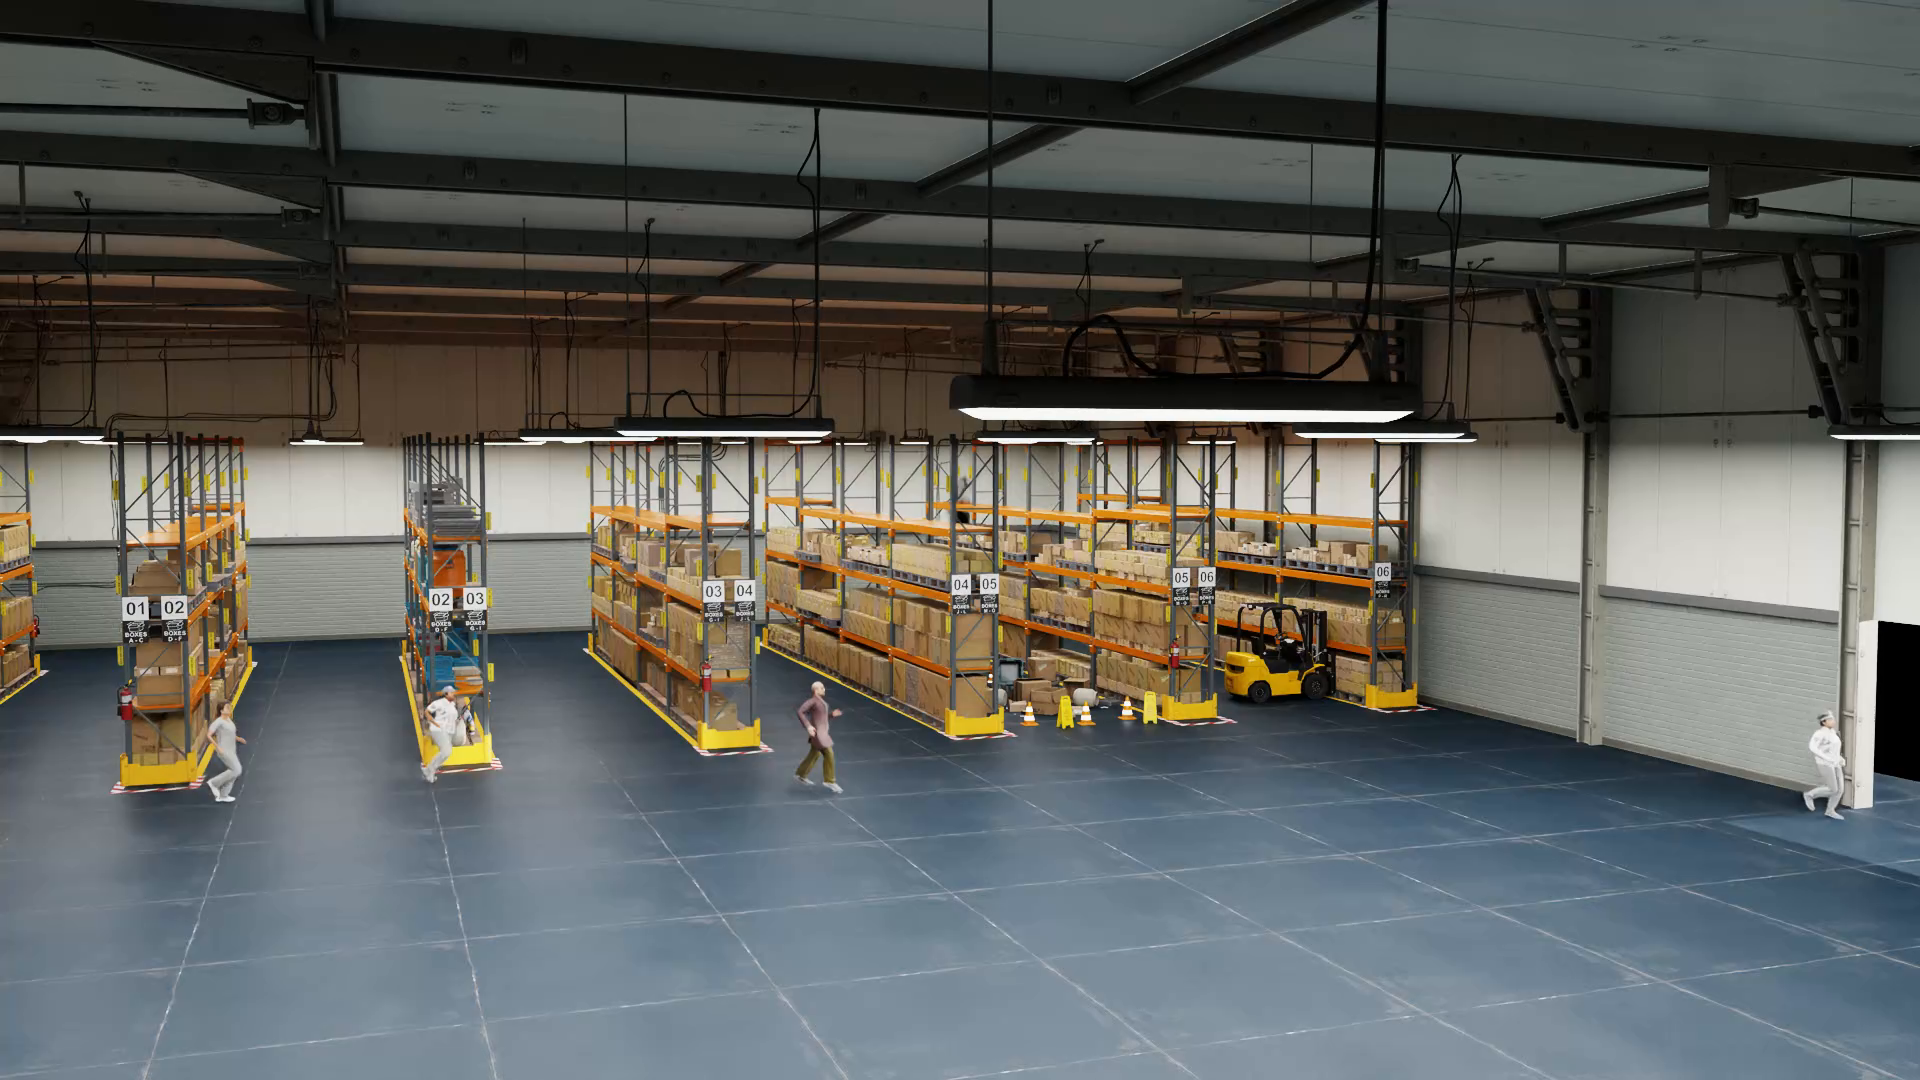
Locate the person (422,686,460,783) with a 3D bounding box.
[{"bbox_3d":[-8.924,3.330,28.647,0.589,1.611,0.684,1,3,16],"label":"person"}]

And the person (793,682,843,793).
[{"bbox_3d":[-2.377,3.281,27.770,0.909,1.835,0.677,0,3,9],"label":"person"}]

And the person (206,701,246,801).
[{"bbox_3d":[-11.839,3.416,26.874,0.560,1.626,0.568,0,3,2],"label":"person"}]

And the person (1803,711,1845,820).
[{"bbox_3d":[13.424,3.476,25.798,0.632,1.665,0.579,-2,4,-34],"label":"person"}]
